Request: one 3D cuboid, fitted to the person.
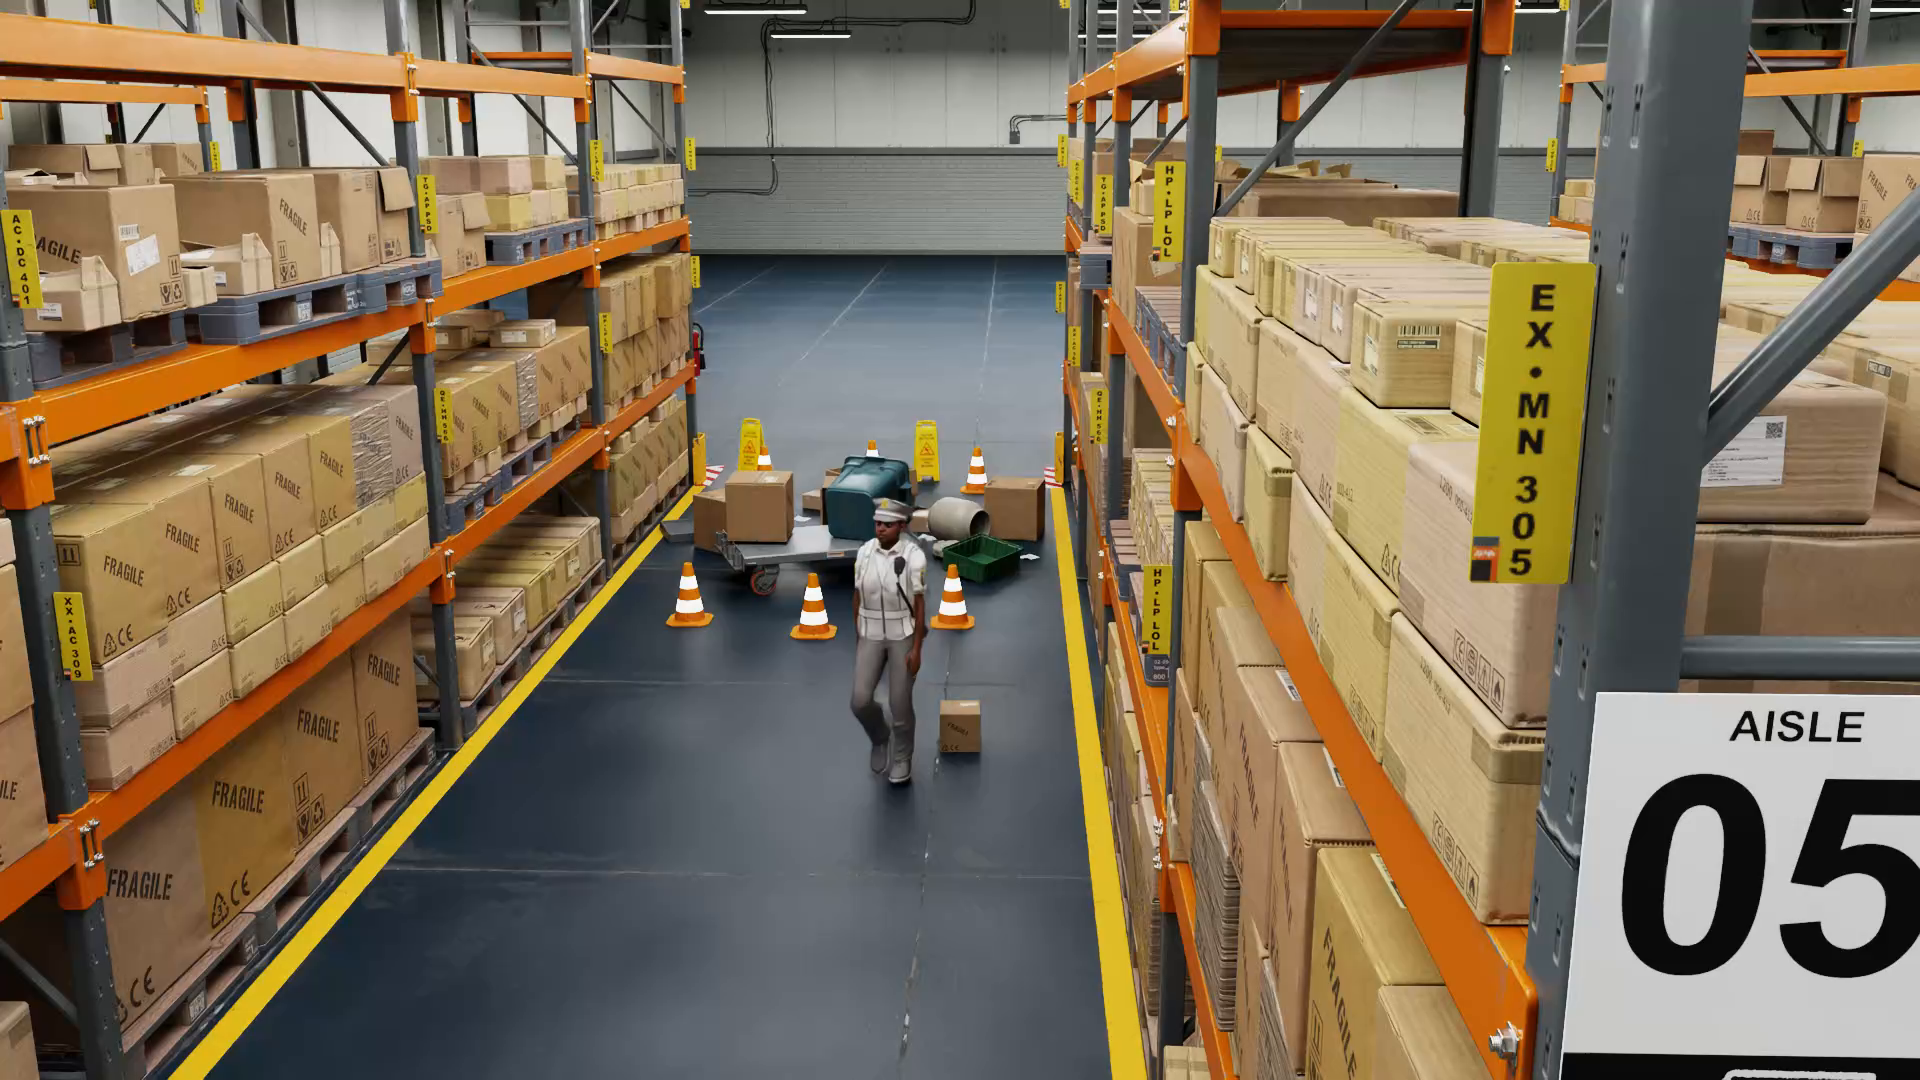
[{"bbox_3d":[-0.415,0.578,9.563,0.453,1.698,0.437,3,14,13],"label":"person"}]
